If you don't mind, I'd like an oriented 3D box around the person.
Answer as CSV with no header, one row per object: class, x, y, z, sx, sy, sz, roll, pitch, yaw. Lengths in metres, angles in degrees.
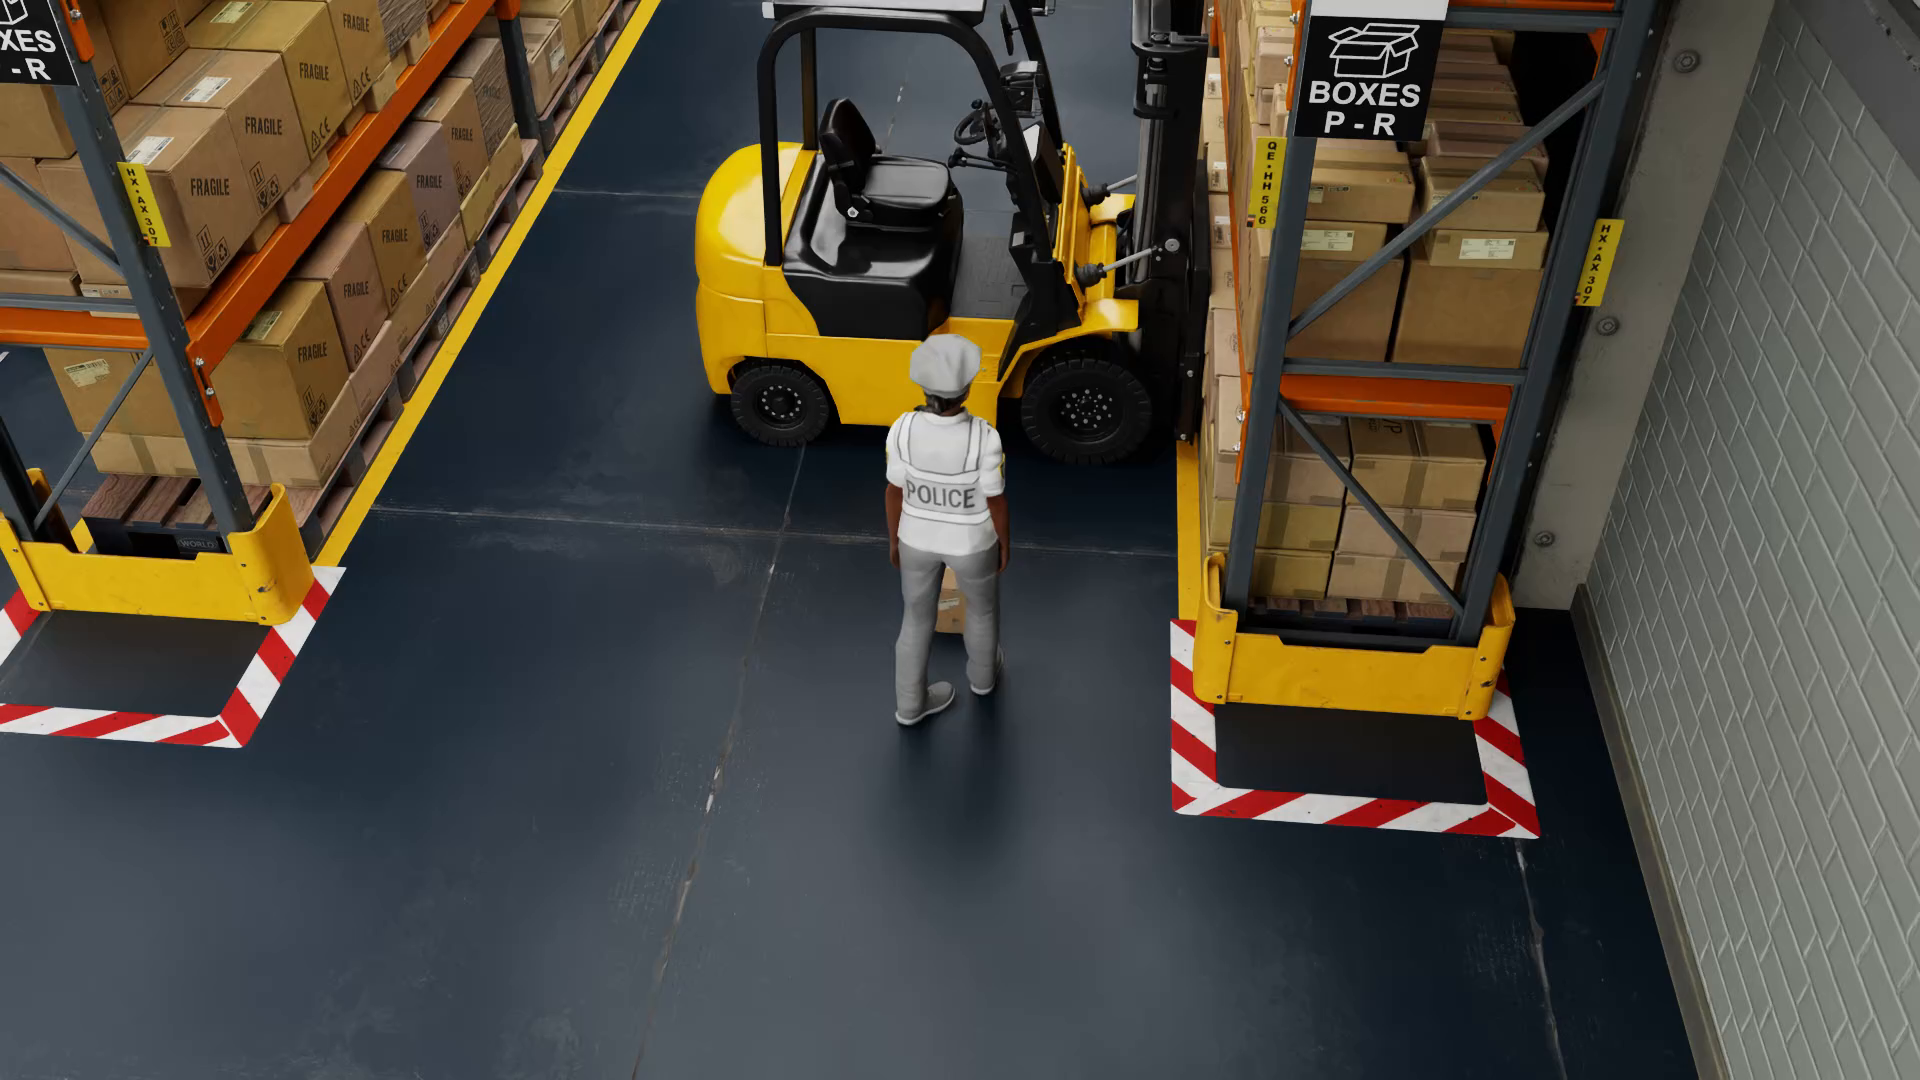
person,-0.028,-0.039,6.191,0.455,1.684,0.529,9,41,10
